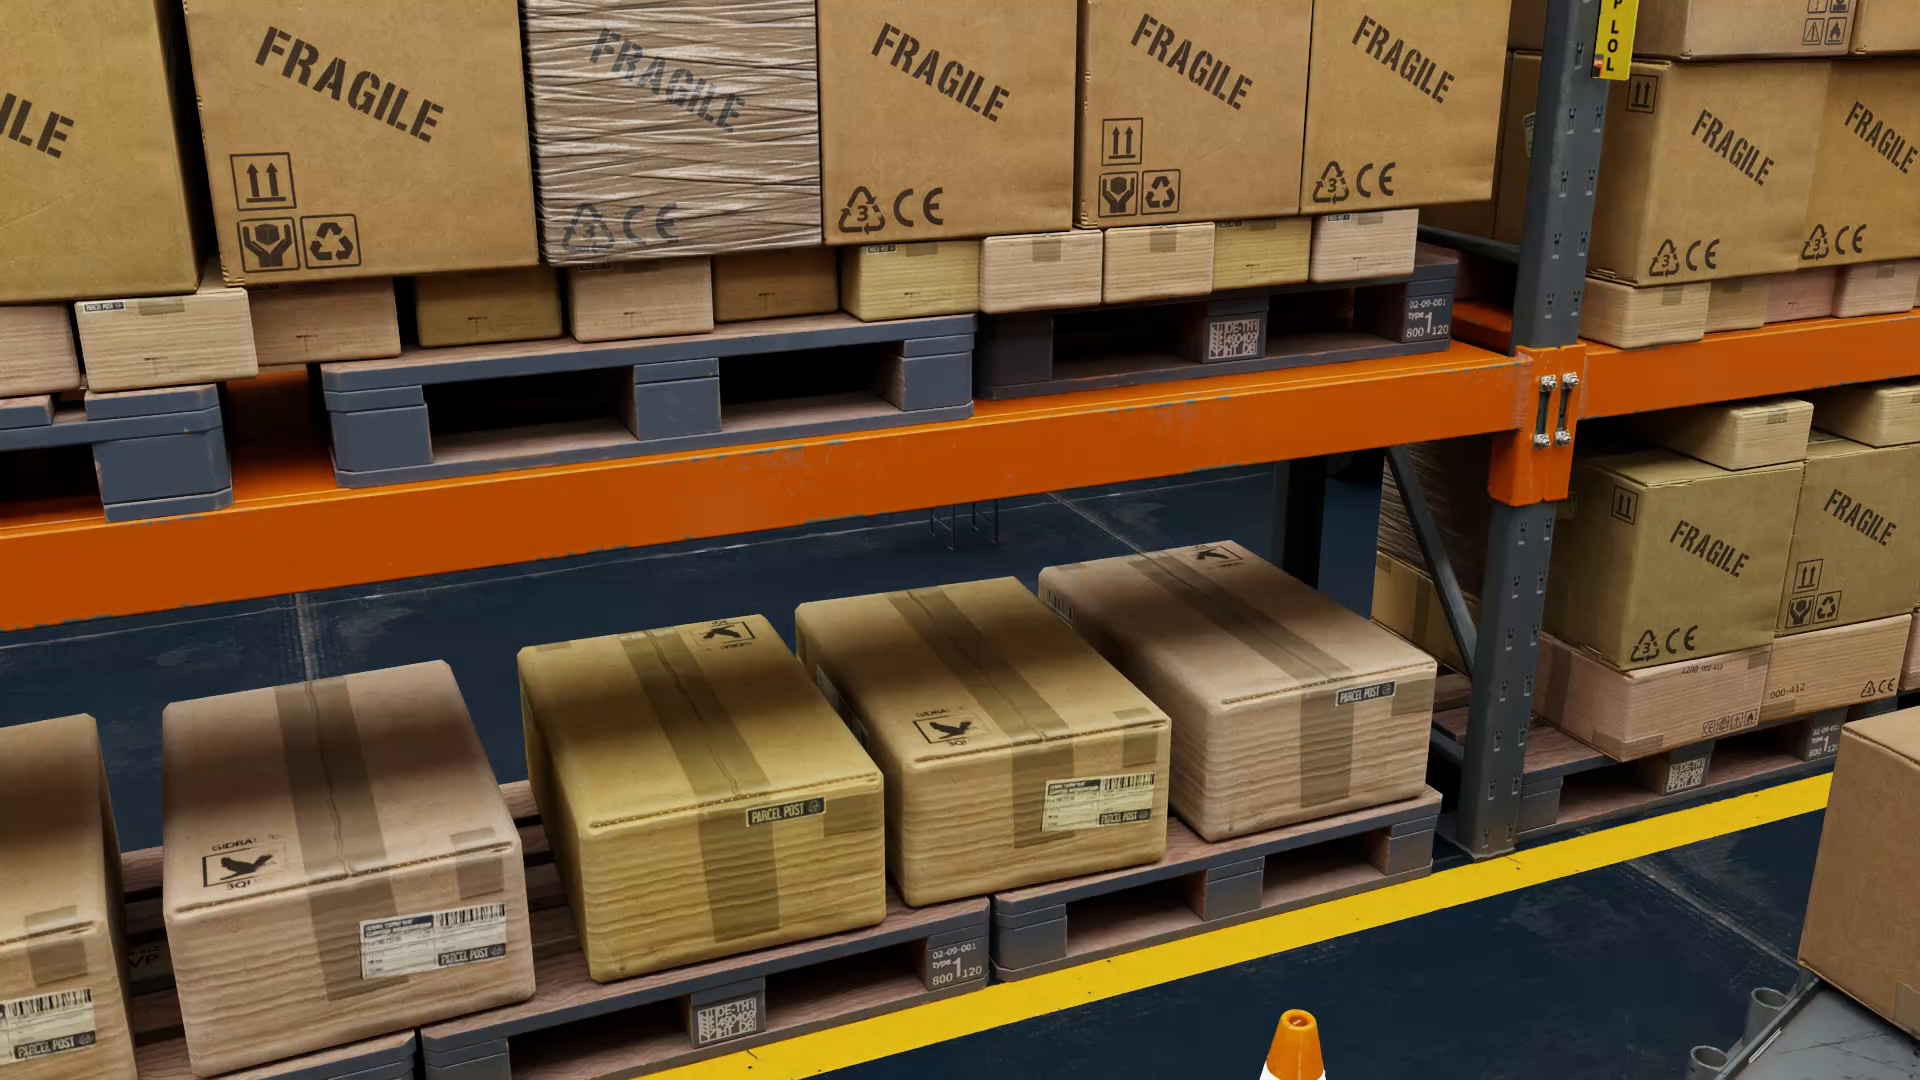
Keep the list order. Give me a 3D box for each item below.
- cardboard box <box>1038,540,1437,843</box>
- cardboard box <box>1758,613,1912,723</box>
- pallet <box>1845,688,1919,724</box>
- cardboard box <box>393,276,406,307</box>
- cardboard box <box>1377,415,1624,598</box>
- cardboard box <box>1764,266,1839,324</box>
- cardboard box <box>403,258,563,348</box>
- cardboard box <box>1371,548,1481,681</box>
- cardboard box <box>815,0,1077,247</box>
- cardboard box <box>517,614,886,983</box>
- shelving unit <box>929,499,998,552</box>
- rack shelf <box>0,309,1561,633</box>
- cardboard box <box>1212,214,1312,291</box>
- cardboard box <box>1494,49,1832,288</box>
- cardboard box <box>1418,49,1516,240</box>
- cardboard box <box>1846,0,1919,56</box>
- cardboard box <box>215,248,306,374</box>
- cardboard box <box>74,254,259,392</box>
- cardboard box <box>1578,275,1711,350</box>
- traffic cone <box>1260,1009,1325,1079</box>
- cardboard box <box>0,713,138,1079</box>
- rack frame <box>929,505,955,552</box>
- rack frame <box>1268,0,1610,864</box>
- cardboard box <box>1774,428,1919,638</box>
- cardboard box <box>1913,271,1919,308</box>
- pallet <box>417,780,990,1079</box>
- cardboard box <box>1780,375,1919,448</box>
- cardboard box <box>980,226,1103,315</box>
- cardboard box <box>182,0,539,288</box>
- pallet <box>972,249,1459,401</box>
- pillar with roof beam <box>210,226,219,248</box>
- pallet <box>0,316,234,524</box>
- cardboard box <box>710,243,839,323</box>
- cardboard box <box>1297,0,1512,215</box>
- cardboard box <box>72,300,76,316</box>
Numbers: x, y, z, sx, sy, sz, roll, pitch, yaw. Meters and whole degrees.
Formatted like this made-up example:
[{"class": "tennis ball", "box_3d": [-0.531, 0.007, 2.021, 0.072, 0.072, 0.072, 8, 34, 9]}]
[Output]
[{"class": "cardboard box", "box_3d": [0.680, 0.354, 4.326, 0.625, 0.372, 0.950, -8, 21, -21]}, {"class": "cardboard box", "box_3d": [2.295, 0.272, 4.740, 0.500, 0.250, 0.500, -7, 21, -19]}, {"class": "pallet", "box_3d": [2.885, 0.297, 5.361, 1.213, 0.211, 1.003, -8, 21, -22]}, {"class": "cardboard box", "box_3d": [-1.111, -0.596, 3.443, 0.250, 0.149, 0.380, -8, 21, -22]}, {"class": "cardboard box", "box_3d": [1.598, -0.172, 4.873, 0.500, 0.500, 0.500, -8, 21, -23]}, {"class": "cardboard box", "box_3d": [2.020, -0.676, 4.304, 0.250, 0.149, 0.380, -8, 21, -22]}, {"class": "cardboard box", "box_3d": [-0.903, -0.480, 3.116, 0.250, 0.149, 0.380, -7, 21, -20]}, {"class": "cardboard box", "box_3d": [1.597, 0.182, 4.998, 0.500, 0.250, 0.500, -7, 21, -19]}, {"class": "cardboard box", "box_3d": [-0.104, -0.881, 3.276, 0.500, 0.500, 0.500, -7, 21, -20]}, {"class": "cardboard box", "box_3d": [-0.617, 0.541, 3.793, 0.625, 0.372, 0.950, -7, 21, -20]}, {"class": "shelving unit", "box_3d": [0.013, -0.568, 6.328, 0.189, 1.200, 0.258, -8, 21, -22]}, {"class": "rack shelf", "box_3d": [-0.676, -0.155, 3.529, 4.000, 0.370, 1.077, -8, 21, -22]}, {"class": "cardboard box", "box_3d": [0.548, -0.656, 3.614, 0.250, 0.149, 0.380, -9, 21, -24]}, {"class": "cardboard box", "box_3d": [1.675, -0.918, 4.014, 0.500, 0.500, 0.500, -8, 21, -22]}, {"class": "cardboard box", "box_3d": [1.470, -1.079, 4.472, 0.500, 0.500, 0.500, -9, 21, -23]}, {"class": "cardboard box", "box_3d": [2.128, -1.469, 4.073, 0.500, 0.500, 0.700, -8, 21, -22]}, {"class": "cardboard box", "box_3d": [-3.307, -0.989, 7.757, 0.625, 0.625, 0.875, -7, 21, -20]}, {"class": "cardboard box", "box_3d": [-1.337, -0.376, 2.819, 0.250, 0.149, 0.380, -8, 21, -22]}, {"class": "cardboard box", "box_3d": [1.577, -0.583, 4.039, 0.250, 0.149, 0.380, -8, 21, -22]}, {"class": "traffic cone", "box_3d": [0.577, 1.029, 2.903, 0.334, 0.463, 0.336, -8, 21, -22]}, {"class": "cardboard box", "box_3d": [-1.989, 0.739, 3.232, 0.625, 0.372, 0.950, -10, 22, -26]}, {"class": "rack frame", "box_3d": [-0.071, -0.556, 6.294, 0.006, 1.200, 0.240, -8, 21, -22]}, {"class": "rack frame", "box_3d": [1.161, -0.758, 4.157, 0.127, 3.000, 1.000, -8, 21, -22]}, {"class": "cardboard box", "box_3d": [2.296, -0.082, 4.616, 0.500, 0.500, 0.500, -7, 21, -20]}, {"class": "cardboard box", "box_3d": [2.493, -0.743, 4.493, 0.250, 0.149, 0.380, -8, 21, -22]}, {"class": "pallet", "box_3d": [-0.676, 0.822, 3.869, 1.213, 0.211, 1.003, -8, 21, -22]}, {"class": "cardboard box", "box_3d": [2.419, -0.380, 4.487, 0.250, 0.149, 0.380, -7, 21, -20]}, {"class": "cardboard box", "box_3d": [0.093, -0.577, 3.389, 0.250, 0.149, 0.380, -8, 21, -21]}, {"class": "cardboard box", "box_3d": [-1.047, -0.748, 2.900, 0.500, 0.500, 0.500, -8, 21, -21]}, {"class": "pallet", "box_3d": [0.401, -0.611, 4.029, 1.213, 0.211, 1.003, -8, 21, -22]}, {"class": "pillar with roof beam", "box_3d": [-1.936, -3.708, 3.503, 0.400, 9.000, 9.100, -8, 21, -22]}, {"class": "pallet", "box_3d": [-1.900, -0.267, 3.053, 1.003, 0.211, 1.213, -8, 21, -22]}, {"class": "cardboard box", "box_3d": [-0.428, -0.552, 3.320, 0.250, 0.149, 0.380, -9, 21, -24]}, {"class": "cardboard box", "box_3d": [0.827, -1.012, 3.650, 0.500, 0.500, 0.500, -9, 21, -23]}, {"class": "cardboard box", "box_3d": [-1.873, -0.530, 3.257, 0.250, 0.149, 0.380, -8, 21, -22]}]
